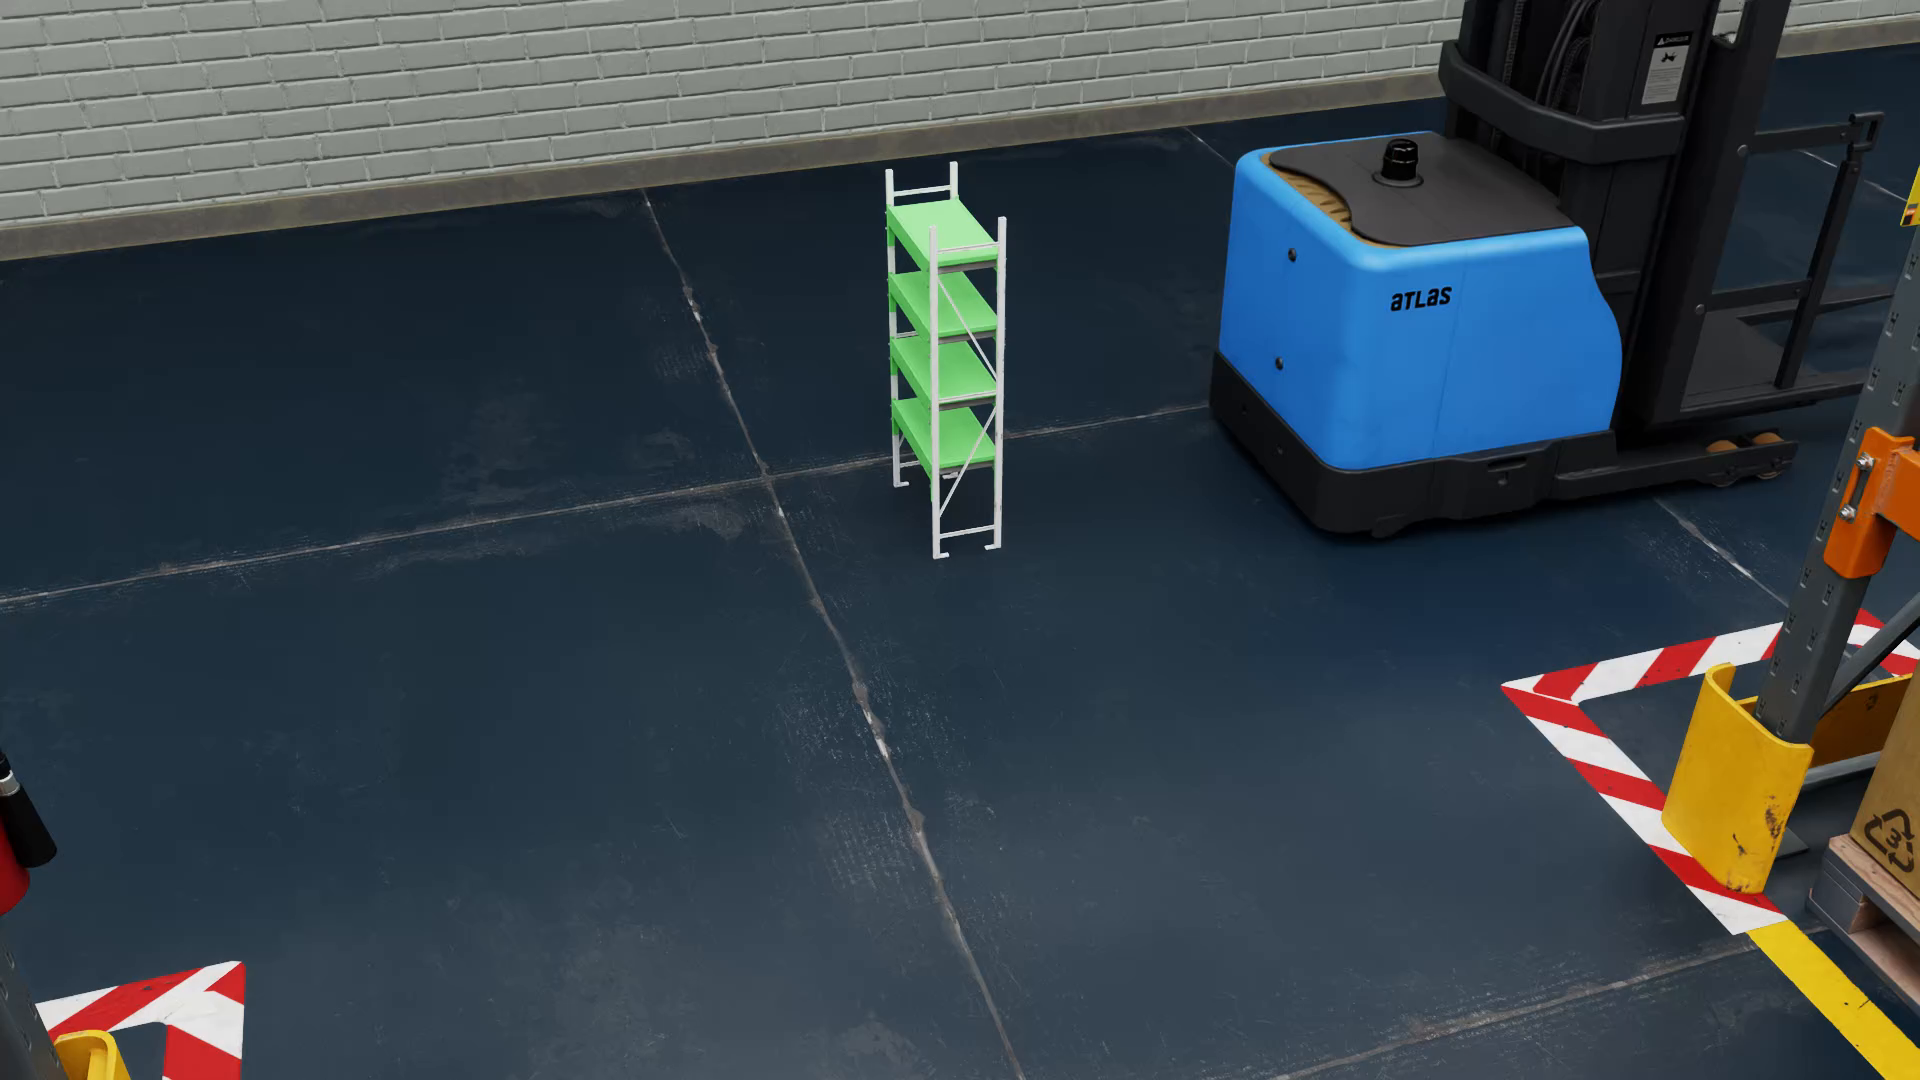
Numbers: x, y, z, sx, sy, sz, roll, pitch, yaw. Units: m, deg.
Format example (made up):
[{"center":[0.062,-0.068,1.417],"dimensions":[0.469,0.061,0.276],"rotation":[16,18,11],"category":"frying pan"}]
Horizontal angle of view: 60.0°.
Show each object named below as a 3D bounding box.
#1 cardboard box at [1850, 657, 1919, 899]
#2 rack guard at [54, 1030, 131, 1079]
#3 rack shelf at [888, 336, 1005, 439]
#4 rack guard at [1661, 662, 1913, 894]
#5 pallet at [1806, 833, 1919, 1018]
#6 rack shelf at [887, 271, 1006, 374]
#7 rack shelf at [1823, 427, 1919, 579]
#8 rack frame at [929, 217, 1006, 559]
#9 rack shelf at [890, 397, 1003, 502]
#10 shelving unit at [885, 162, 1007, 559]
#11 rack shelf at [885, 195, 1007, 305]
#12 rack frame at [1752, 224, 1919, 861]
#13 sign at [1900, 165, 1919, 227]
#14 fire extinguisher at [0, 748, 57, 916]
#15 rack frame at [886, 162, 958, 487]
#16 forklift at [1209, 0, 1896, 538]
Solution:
[{"center":[2.802,0.543,3.754],"dimensions":[0.875,0.875,0.875],"rotation":[-10,35,-15],"category":"cardboard box"},{"center":[-2.206,1.374,3.217],"dimensions":[1.175,0.500,0.348],"rotation":[-10,35,-15],"category":"rack guard"},{"center":[-0.050,-0.534,5.586],"dimensions":[0.258,0.148,0.480],"rotation":[-10,35,-15],"category":"rack shelf"},{"center":[2.523,0.539,4.481],"dimensions":[1.175,0.500,0.348],"rotation":[-10,35,-15],"category":"rack guard"},{"center":[2.849,1.079,3.926],"dimensions":[1.003,0.211,1.213],"rotation":[-10,35,-15],"category":"pallet"},{"center":[-0.050,-0.734,5.454],"dimensions":[0.258,0.148,0.480],"rotation":[-10,35,-15],"category":"rack shelf"},{"center":[3.140,0.859,2.382],"dimensions":[1.077,0.370,4.000],"rotation":[-10,35,-15],"category":"rack shelf"},{"center":[0.024,-0.459,5.357],"dimensions":[0.240,1.200,0.015],"rotation":[-10,35,-15],"category":"rack frame"},{"center":[-0.050,-0.334,5.718],"dimensions":[0.258,0.148,0.480],"rotation":[-10,35,-15],"category":"rack shelf"},{"center":[-0.050,-0.587,5.551],"dimensions":[0.258,1.200,0.503],"rotation":[-10,35,-15],"category":"shelving unit"},{"center":[-0.050,-0.935,5.321],"dimensions":[0.258,0.148,0.480],"rotation":[-10,35,-15],"category":"rack shelf"},{"center":[2.530,-0.491,3.772],"dimensions":[1.000,3.000,0.127],"rotation":[-10,35,-15],"category":"rack frame"},{"center":[2.000,-0.795,3.375],"dimensions":[0.100,0.325,0.005],"rotation":[-10,35,-15],"category":"sign"},{"center":[-1.800,0.374,2.871],"dimensions":[0.296,0.674,0.183],"rotation":[-10,35,-15],"category":"fire extinguisher"},{"center":[-0.125,-0.716,5.745],"dimensions":[0.240,1.200,0.015],"rotation":[-10,35,-15],"category":"rack frame"},{"center":[2.537,-1.686,5.642],"dimensions":[3.031,2.935,1.130],"rotation":[-9,35,-14],"category":"forklift"}]
